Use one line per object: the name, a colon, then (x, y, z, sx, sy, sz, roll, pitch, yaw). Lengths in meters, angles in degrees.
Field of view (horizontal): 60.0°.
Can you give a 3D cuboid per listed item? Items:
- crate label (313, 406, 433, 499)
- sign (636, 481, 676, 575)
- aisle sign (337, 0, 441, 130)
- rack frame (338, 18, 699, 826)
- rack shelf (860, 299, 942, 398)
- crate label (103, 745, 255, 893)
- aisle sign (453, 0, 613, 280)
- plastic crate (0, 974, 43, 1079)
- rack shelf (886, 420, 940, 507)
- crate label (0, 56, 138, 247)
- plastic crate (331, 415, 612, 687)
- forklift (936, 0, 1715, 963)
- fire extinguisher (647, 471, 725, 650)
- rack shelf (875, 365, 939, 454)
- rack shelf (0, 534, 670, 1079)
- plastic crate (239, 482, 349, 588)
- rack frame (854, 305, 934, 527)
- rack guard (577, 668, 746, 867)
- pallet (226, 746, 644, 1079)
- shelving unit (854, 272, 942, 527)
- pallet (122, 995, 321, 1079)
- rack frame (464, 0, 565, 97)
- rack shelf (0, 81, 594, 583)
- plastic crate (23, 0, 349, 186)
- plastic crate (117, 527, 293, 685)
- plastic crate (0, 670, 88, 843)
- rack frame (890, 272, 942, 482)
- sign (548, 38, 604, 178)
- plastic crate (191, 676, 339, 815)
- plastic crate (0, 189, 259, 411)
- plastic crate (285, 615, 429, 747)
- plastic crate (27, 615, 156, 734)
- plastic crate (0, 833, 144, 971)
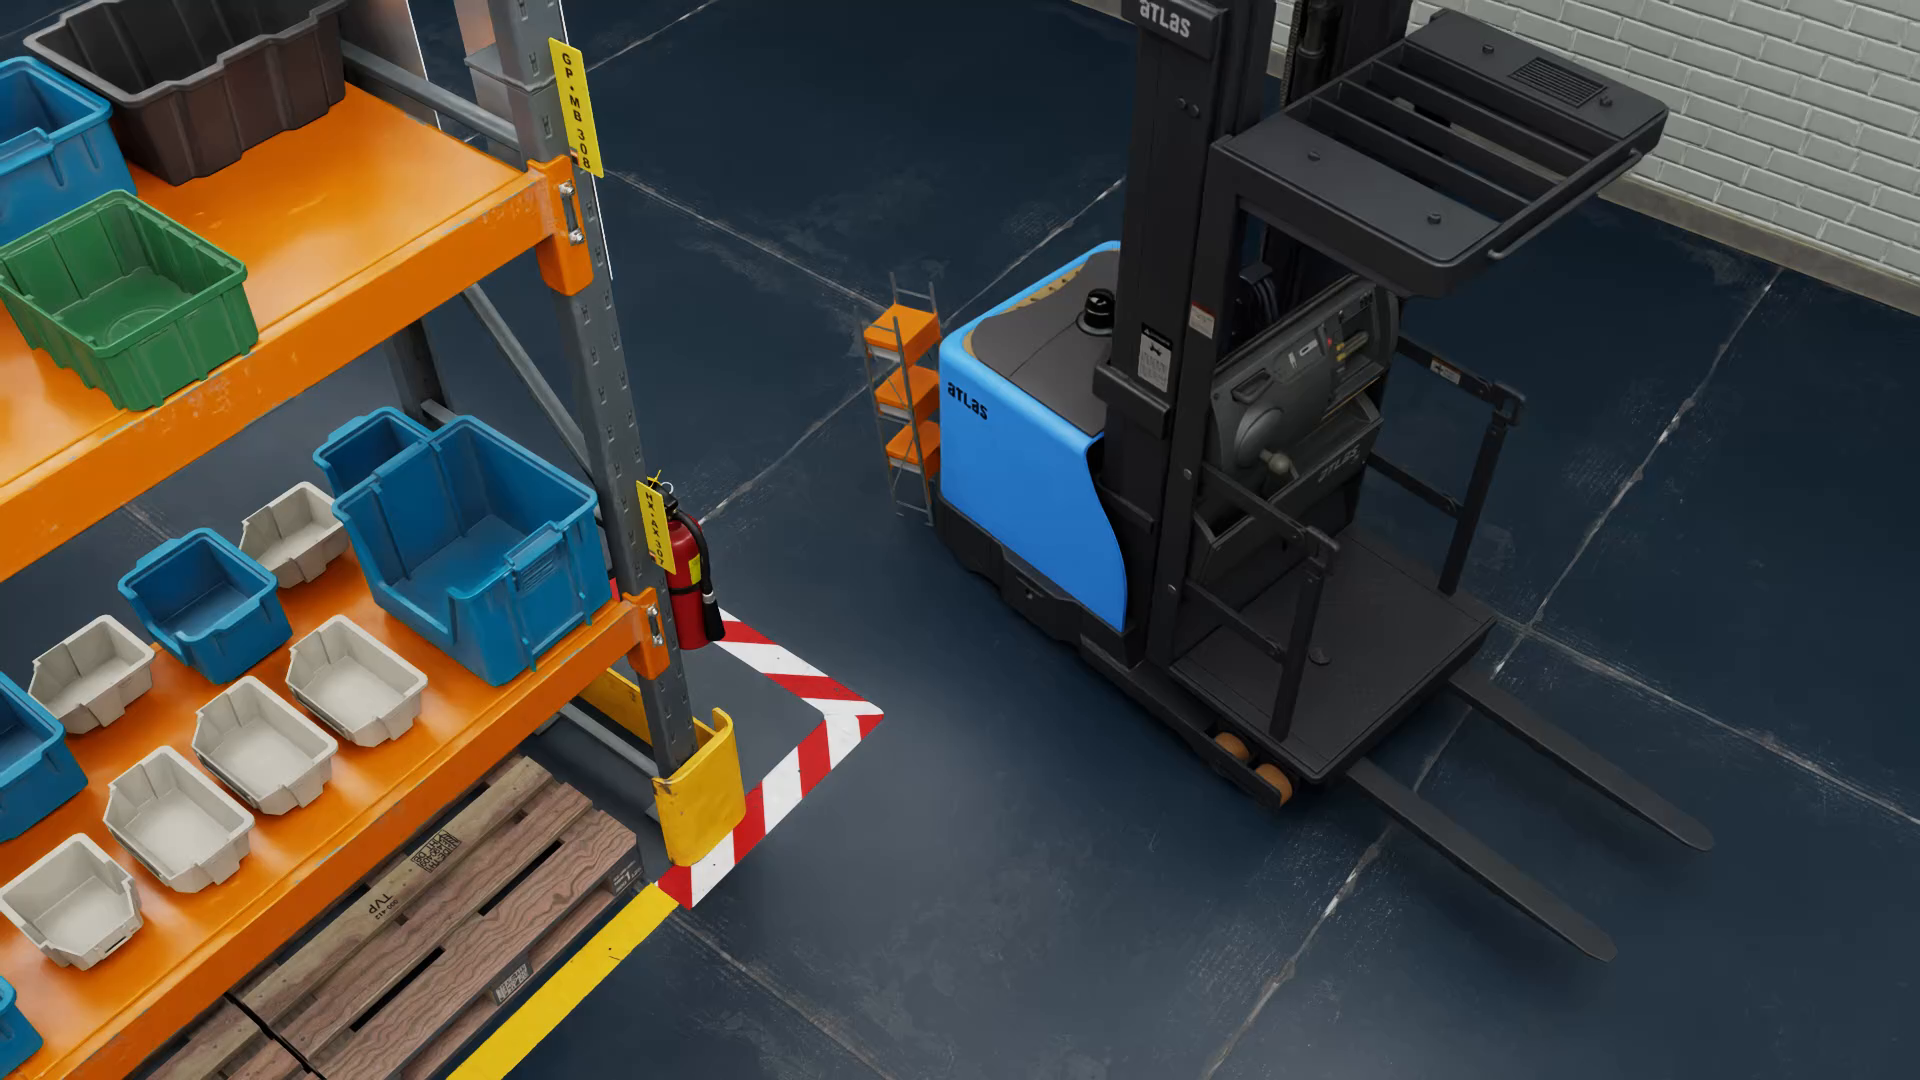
crate label: (-1.726, -0.177, 5.084, 0.416, 0.233, 0.303, 29, 53, 25)
sign: (-0.869, -0.033, 4.759, 0.100, 0.325, 0.005, 29, 53, 25)
aisle sign: (-1.505, -1.281, 4.266, 0.394, 0.787, 0.004, 29, 53, 25)
rack frame: (-1.314, -0.210, 5.041, 1.000, 3.000, 0.127, 29, 53, 25)
rack shelf: (-0.223, -0.751, 6.516, 0.215, 0.259, 0.240, 19, 49, 28)
crate label: (-2.009, 0.737, 4.278, 0.396, 0.136, 0.243, 29, 53, 25)
aisle sign: (-1.038, -1.020, 4.017, 0.394, 0.787, 0.004, 29, 53, 25)
plastic crate: (-2.367, 1.115, 3.849, 0.416, 0.233, 0.300, 29, 53, 25)
rack shelf: (-0.154, -0.334, 6.886, 0.215, 0.259, 0.240, 19, 49, 28)
crate label: (-2.134, -0.810, 3.642, 0.408, 0.251, 0.502, 29, 53, 25)
plastic crate: (-1.371, 0.031, 4.745, 0.616, 0.435, 0.499, 29, 53, 25)
forklift: (1.280, -0.467, 5.334, 1.130, 2.935, 3.031, -34, 55, -28)
fire extinguisher: (-0.862, 0.060, 5.094, 0.296, 0.674, 0.183, 29, 53, 25)
rack shelf: (-0.189, -0.541, 6.703, 0.215, 0.259, 0.240, 19, 49, 28)
rack shelf: (-2.537, 1.183, 4.208, 1.077, 0.370, 4.000, 29, 53, 25)
plastic crate: (-1.987, 0.003, 4.978, 0.250, 0.136, 0.298, 29, 53, 25)
rack frame: (-0.256, -0.475, 6.625, 0.200, 1.050, 0.008, 19, 49, 28)
rack guard: (-1.310, 0.634, 5.964, 1.175, 0.500, 0.348, 29, 53, 25)
pallet: (-1.849, 1.208, 5.615, 1.003, 0.211, 1.213, 29, 53, 25)
shelving unit: (-0.190, -0.549, 6.696, 0.215, 1.050, 0.252, 19, 49, 28)
pallet: (-2.595, 1.903, 4.951, 1.003, 0.211, 1.213, 29, 53, 25)
rack frame: (-1.314, -2.282, 2.872, 1.000, 3.000, 0.127, 29, 53, 25)
rack shelf: (-2.537, 0.147, 3.123, 1.077, 0.370, 4.000, 29, 53, 25)
plastic crate: (-1.770, -1.104, 3.911, 0.497, 0.269, 0.590, 29, 53, 25)
plastic crate: (-2.128, 0.199, 4.724, 0.416, 0.233, 0.300, 29, 53, 25)
plastic crate: (-2.531, 0.576, 4.364, 0.416, 0.233, 0.300, 29, 53, 25)
rack frame: (-0.124, -0.622, 6.767, 0.200, 1.050, 0.008, 19, 49, 28)
sign: (-0.869, -0.976, 3.771, 0.100, 0.325, 0.005, 29, 53, 25)
plastic crate: (-1.858, 0.566, 4.440, 0.396, 0.136, 0.243, 29, 53, 25)
plastic crate: (-1.691, -0.482, 3.373, 0.450, 0.188, 0.336, 29, 53, 25)
plastic crate: (-1.670, 0.407, 4.592, 0.396, 0.136, 0.243, 29, 53, 25)
plastic crate: (-2.402, 0.391, 4.608, 0.250, 0.136, 0.298, 29, 53, 25)
plastic crate: (-2.175, 0.914, 4.108, 0.298, 0.136, 0.250, 29, 53, 25)
